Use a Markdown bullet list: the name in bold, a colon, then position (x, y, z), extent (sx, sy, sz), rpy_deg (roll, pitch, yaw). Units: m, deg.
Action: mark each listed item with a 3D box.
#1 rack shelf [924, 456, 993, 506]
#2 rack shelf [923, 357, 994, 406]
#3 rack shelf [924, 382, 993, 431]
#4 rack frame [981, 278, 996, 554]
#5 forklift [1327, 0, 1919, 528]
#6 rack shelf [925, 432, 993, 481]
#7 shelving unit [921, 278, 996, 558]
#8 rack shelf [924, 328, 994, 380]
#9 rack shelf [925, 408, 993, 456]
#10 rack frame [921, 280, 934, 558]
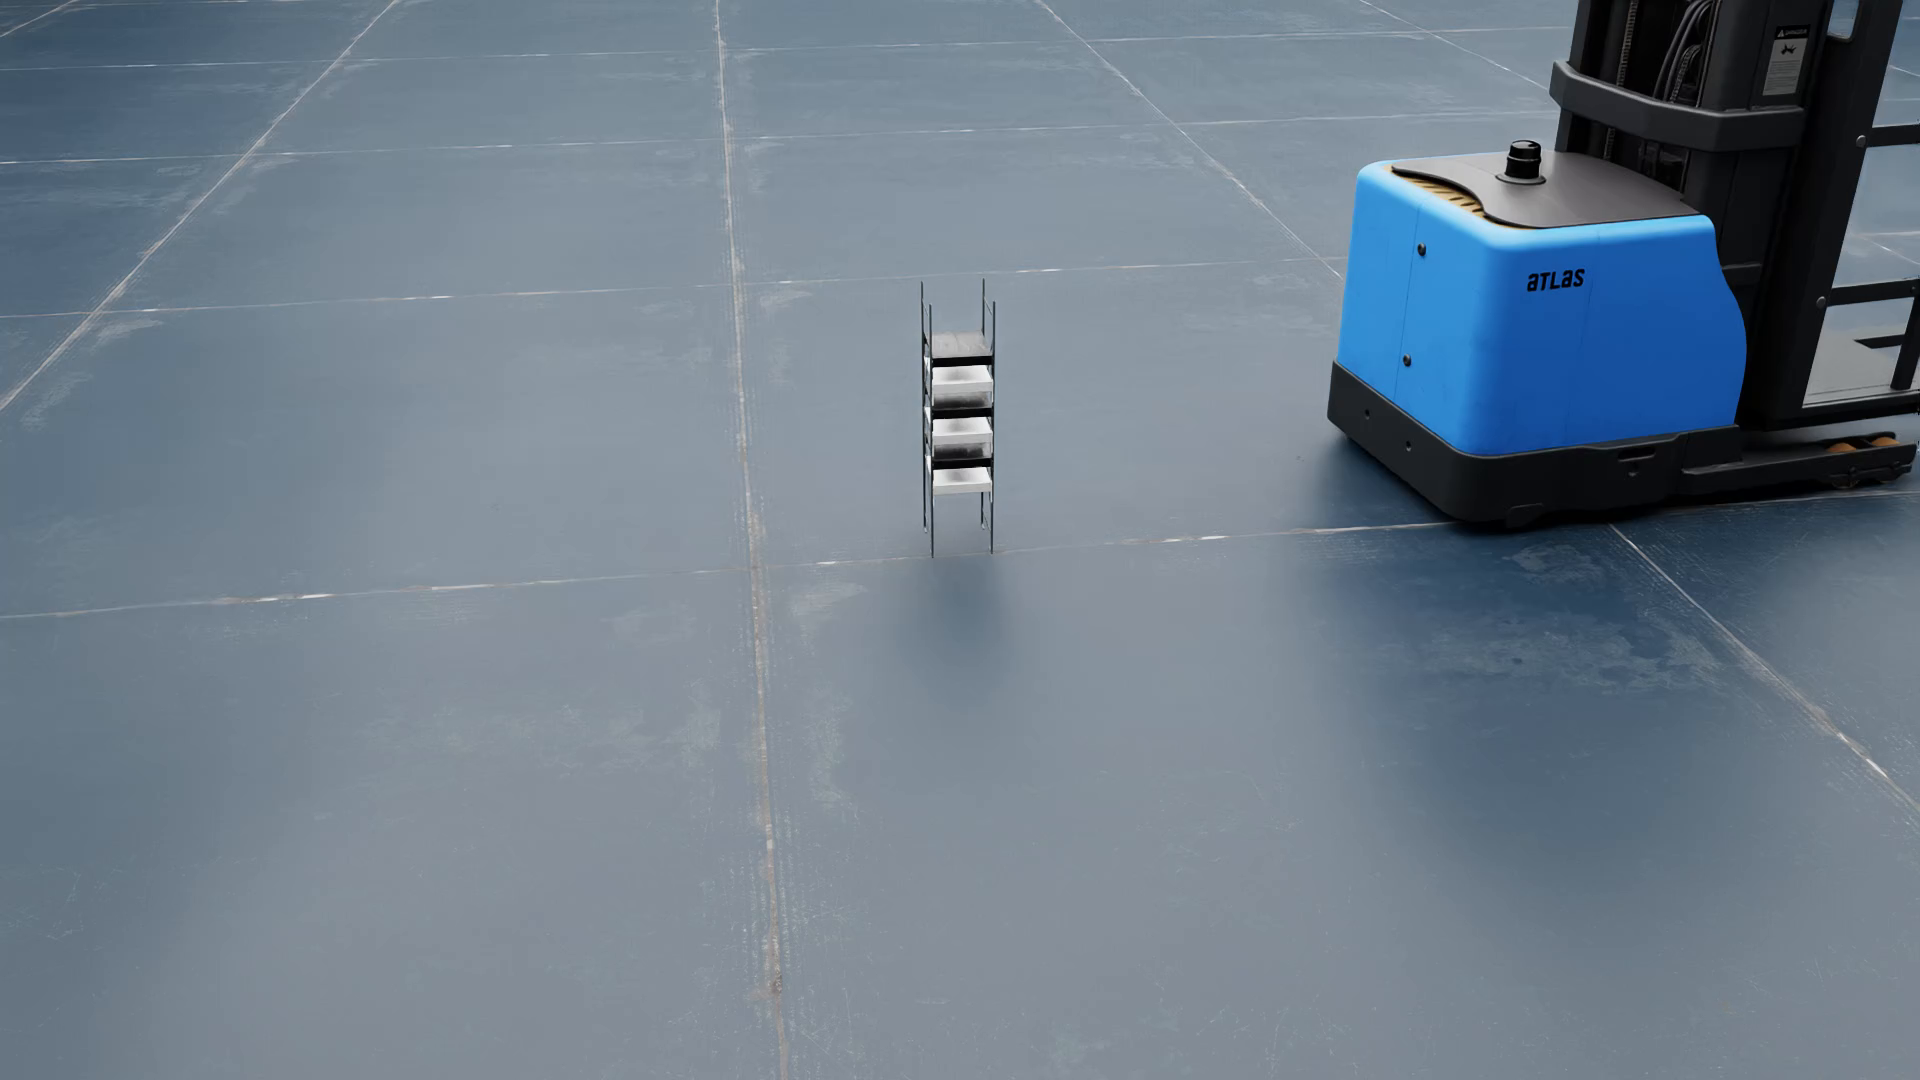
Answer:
- **rack shelf**: position (-0.008, -0.210, 5.641), extent (0.200, 0.077, 0.258), rpy_deg (-4, 27, -7)
- **rack shelf**: position (-0.008, -0.530, 5.477), extent (0.200, 0.077, 0.258), rpy_deg (-4, 27, -7)
- **rack shelf**: position (-0.008, -0.450, 5.518), extent (0.200, 0.077, 0.258), rpy_deg (-4, 27, -7)
- **rack frame**: position (0.093, -0.406, 5.556), extent (0.006, 0.900, 0.240), rpy_deg (-4, 27, -7)
- **forklift**: position (3.016, -1.714, 5.880), extent (3.031, 2.935, 1.130), rpy_deg (-8, 28, -14)
- **rack shelf**: position (-0.008, -0.290, 5.600), extent (0.200, 0.077, 0.258), rpy_deg (-4, 27, -7)
- **shelving unit**: position (-0.008, -0.400, 5.544), extent (0.210, 0.900, 0.258), rpy_deg (-4, 27, -7)
- **rack shelf**: position (-0.008, -0.610, 5.436), extent (0.200, 0.077, 0.258), rpy_deg (-4, 27, -7)
- **rack shelf**: position (-0.008, -0.370, 5.559), extent (0.200, 0.077, 0.258), rpy_deg (-4, 27, -7)
- **rack frame**: position (-0.109, -0.393, 5.531), extent (0.006, 0.900, 0.240), rpy_deg (-4, 27, -7)
